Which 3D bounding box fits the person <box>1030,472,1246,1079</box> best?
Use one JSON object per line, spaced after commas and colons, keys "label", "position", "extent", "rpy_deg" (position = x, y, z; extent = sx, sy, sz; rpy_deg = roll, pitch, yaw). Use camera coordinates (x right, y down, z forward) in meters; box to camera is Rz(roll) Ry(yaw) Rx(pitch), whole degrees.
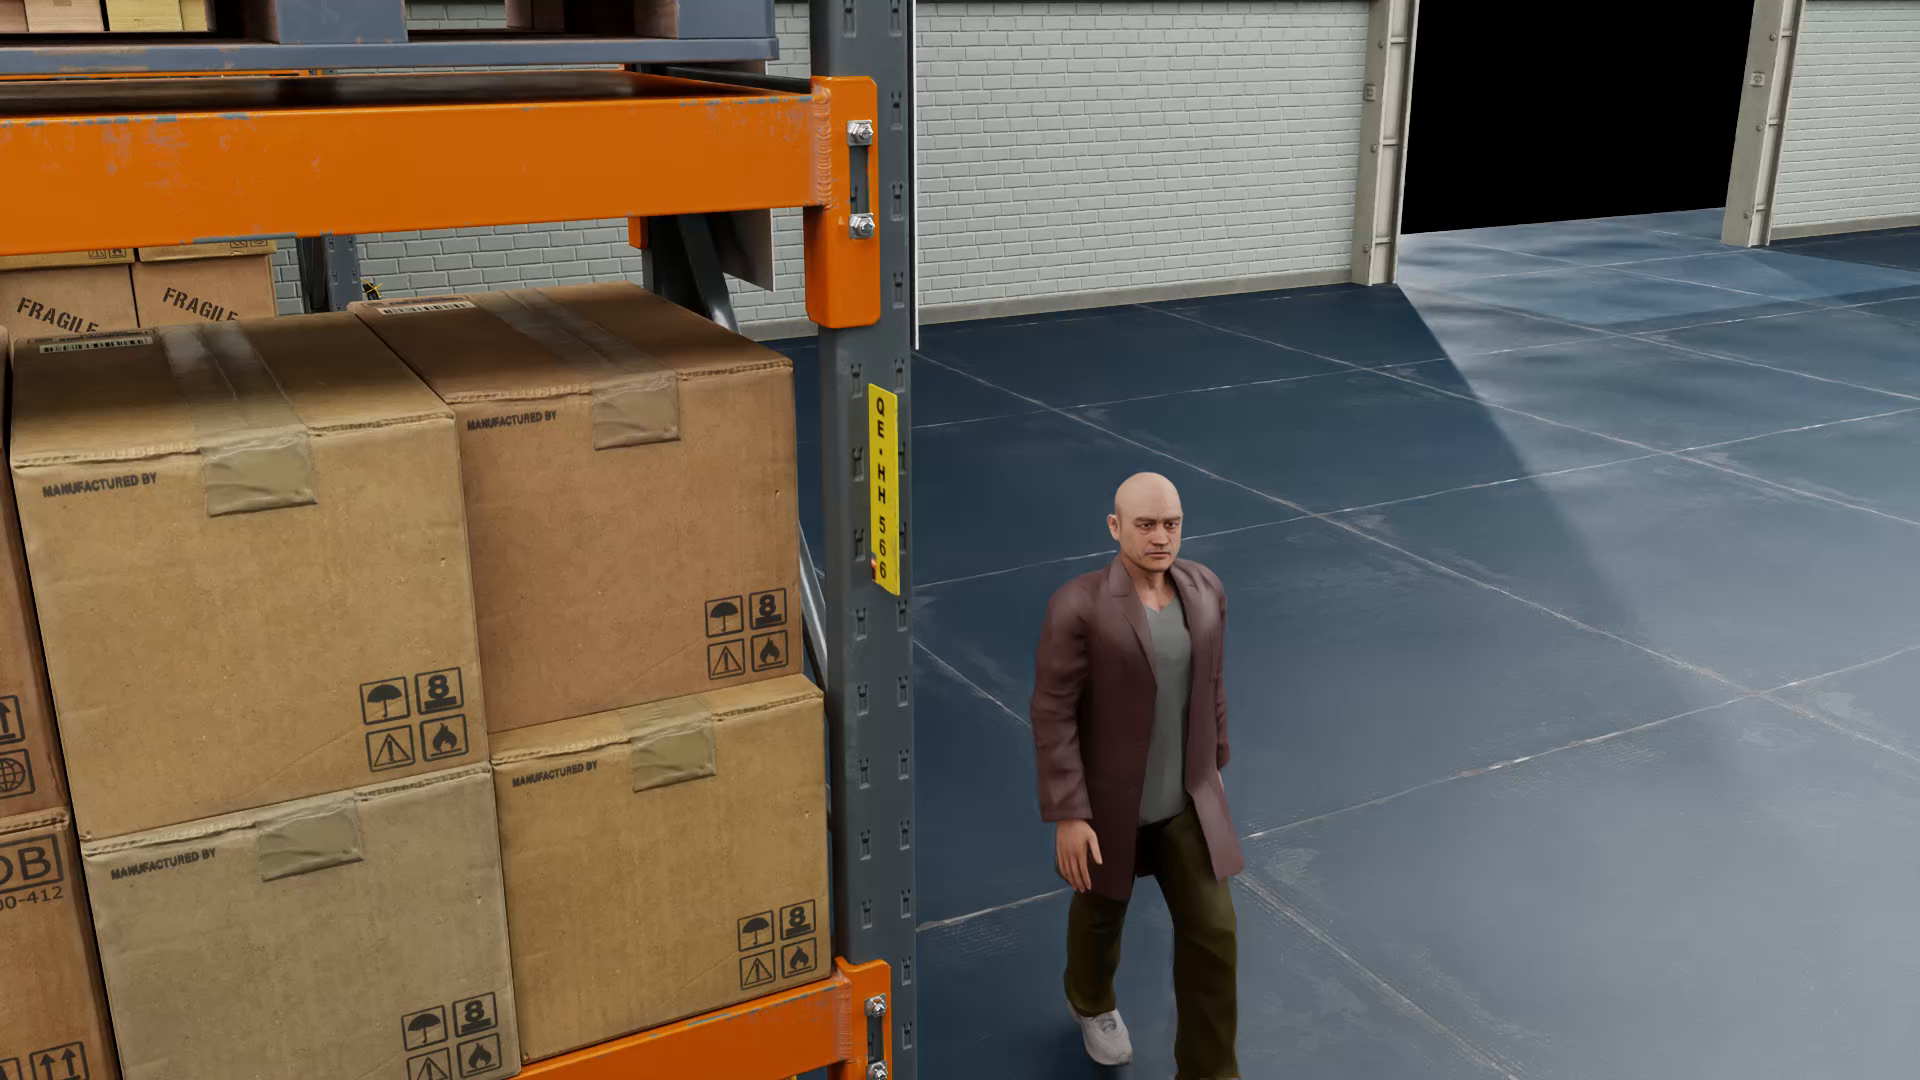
{"label": "person", "position": [0.499, 0.722, 4.393], "extent": [0.642, 1.807, 0.859], "rpy_deg": [-6, 19, -17]}
